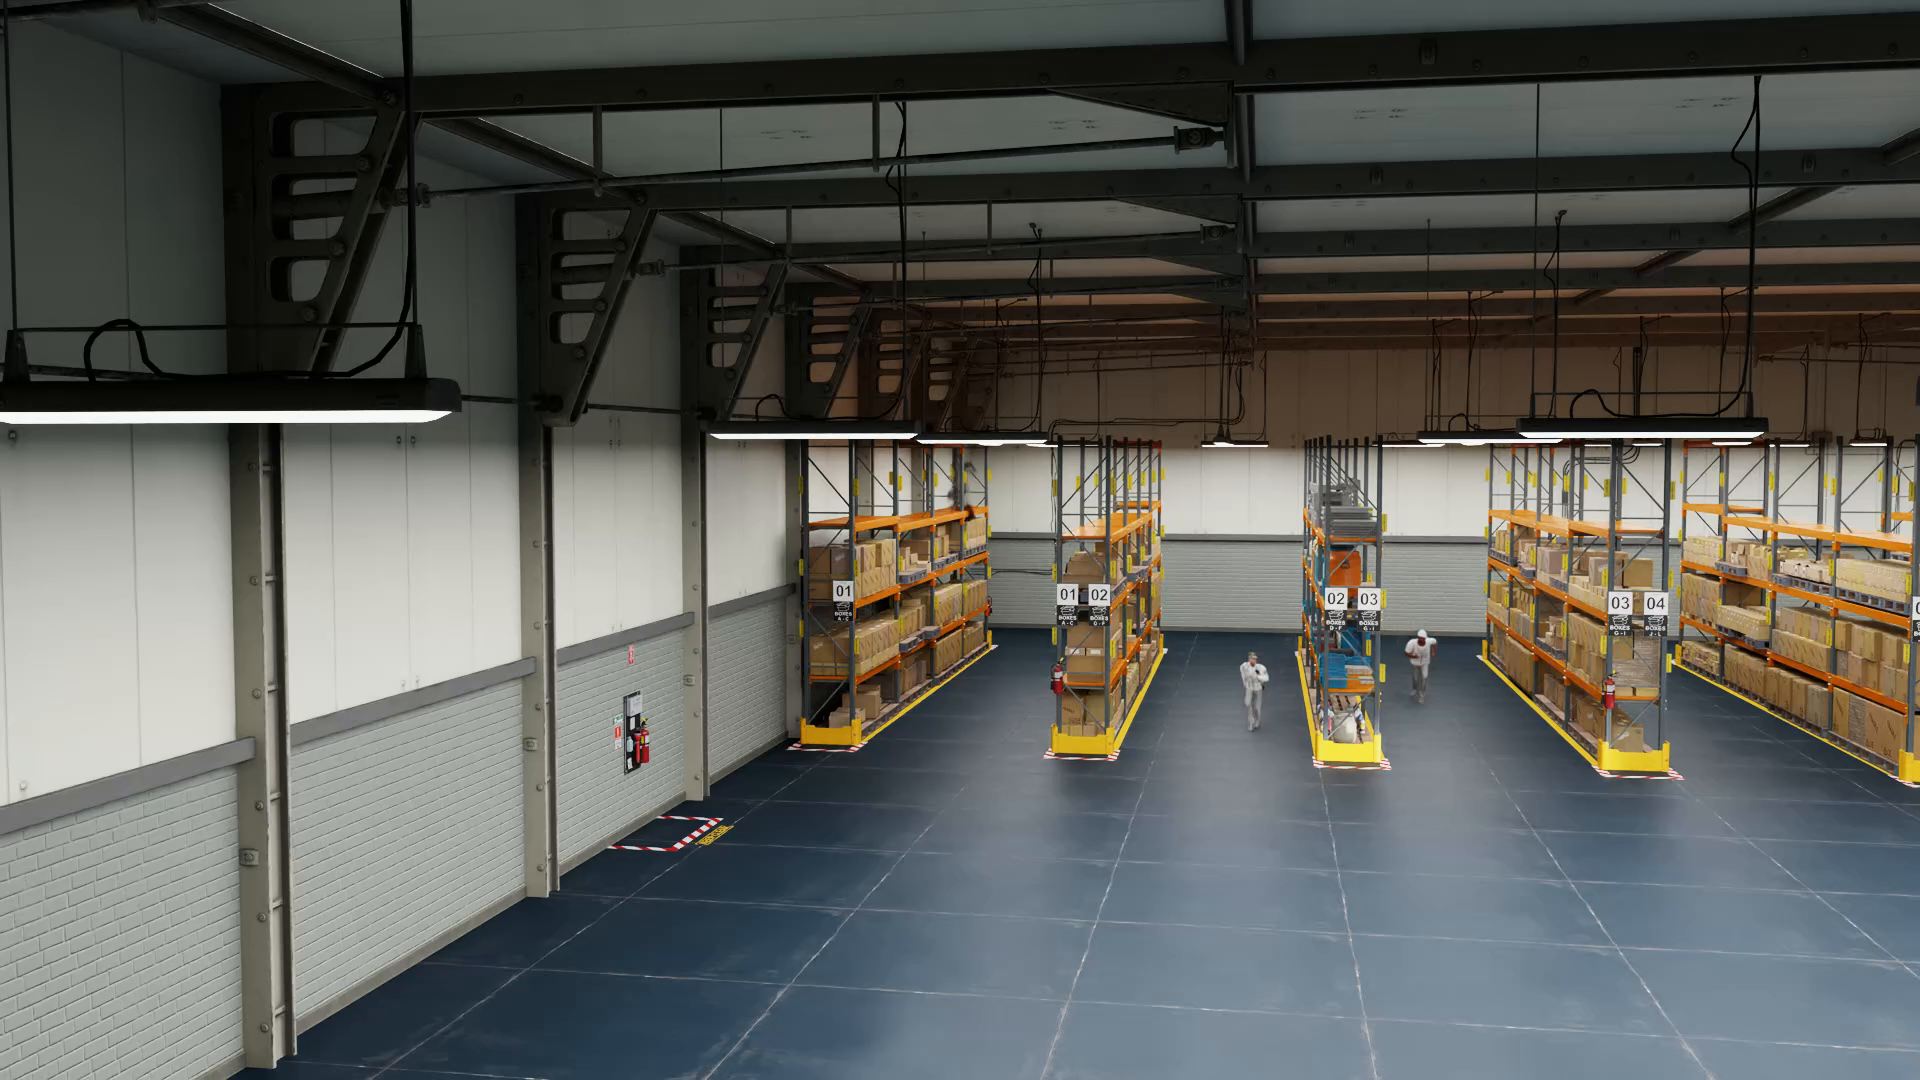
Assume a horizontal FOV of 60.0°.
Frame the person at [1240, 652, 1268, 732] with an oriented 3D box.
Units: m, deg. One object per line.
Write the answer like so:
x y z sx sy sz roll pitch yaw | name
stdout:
5.979 3.066 33.808 0.601 1.643 0.857 1 3 16 | person

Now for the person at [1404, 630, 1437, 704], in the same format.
10.479 2.867 37.894 0.745 1.716 1.032 0 3 6 | person
